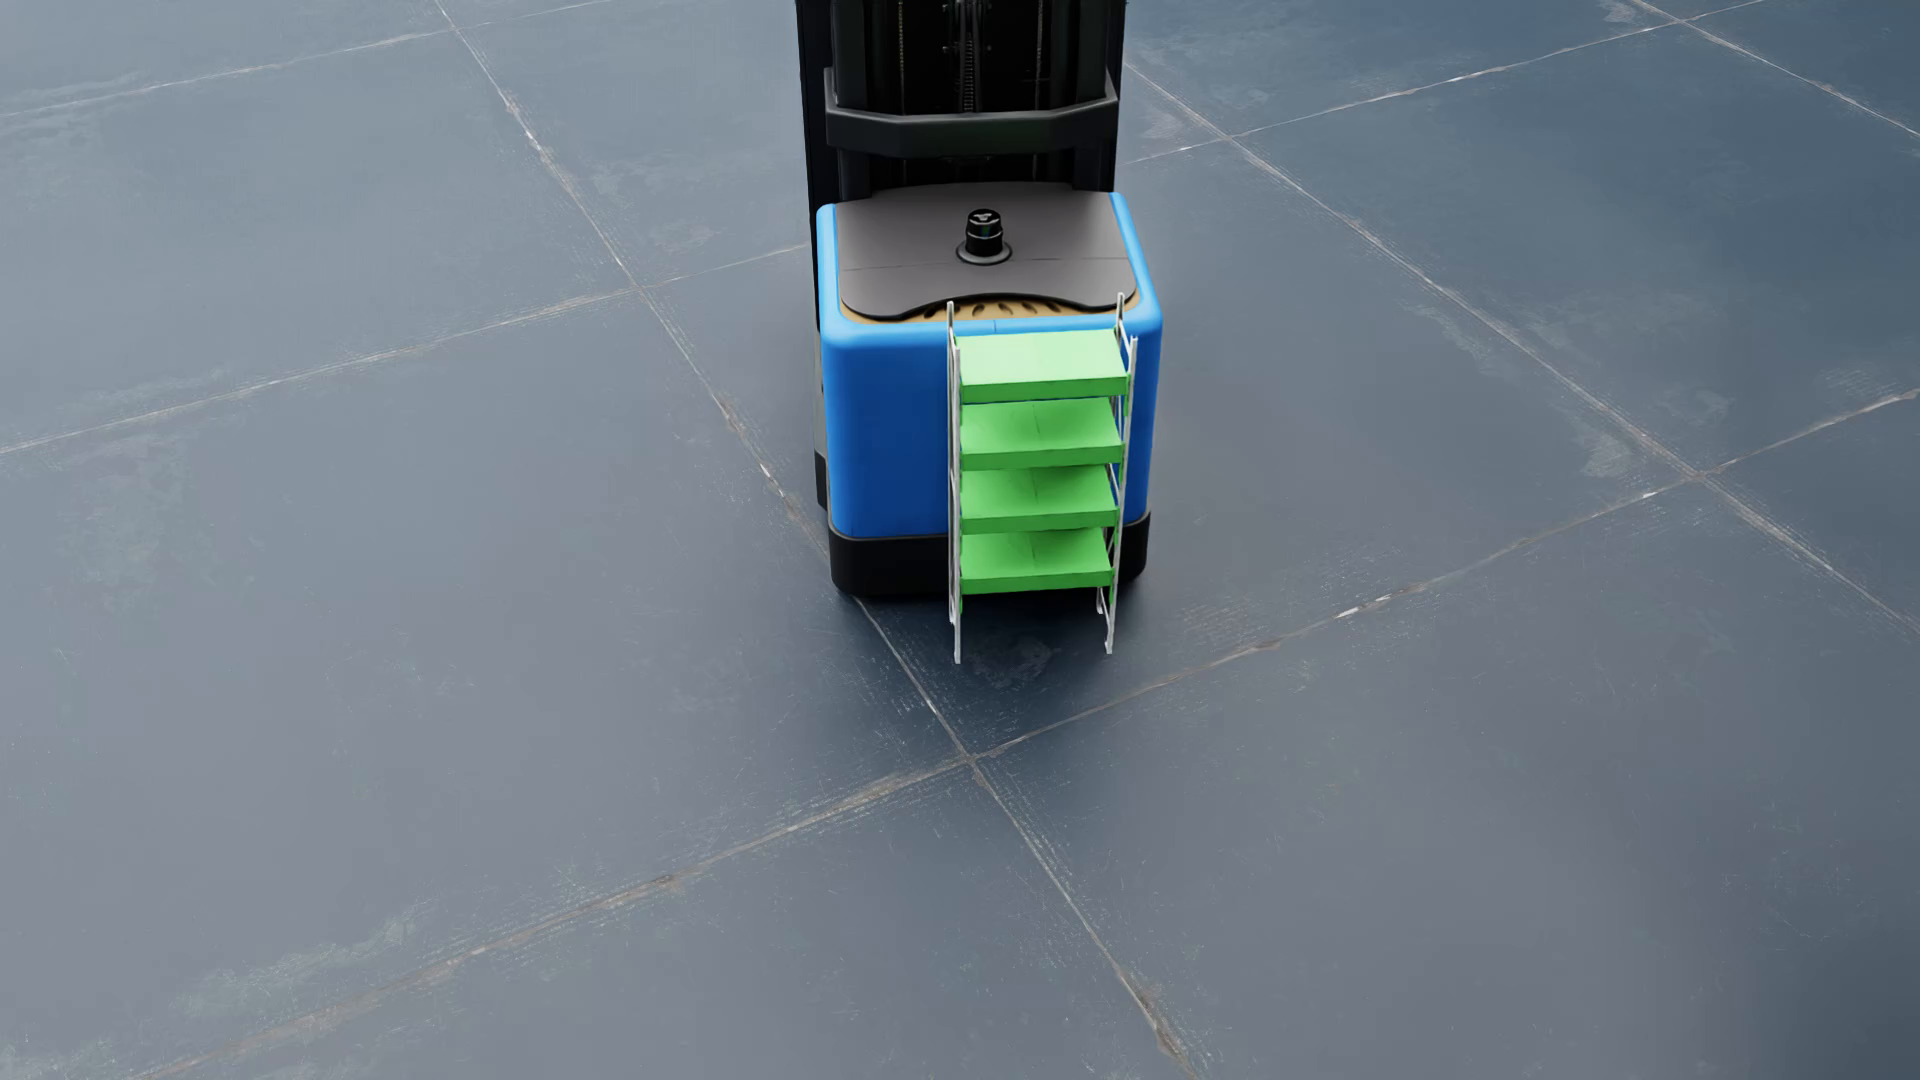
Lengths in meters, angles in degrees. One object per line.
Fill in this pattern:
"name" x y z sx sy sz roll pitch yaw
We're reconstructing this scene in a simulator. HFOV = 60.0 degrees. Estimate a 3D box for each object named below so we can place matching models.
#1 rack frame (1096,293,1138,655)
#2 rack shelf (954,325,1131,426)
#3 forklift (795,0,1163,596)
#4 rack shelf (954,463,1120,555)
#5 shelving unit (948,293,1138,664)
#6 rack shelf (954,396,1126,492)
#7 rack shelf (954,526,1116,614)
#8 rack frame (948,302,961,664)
"rack frame" 0.469 -0.168 5.036 0.015 1.200 0.240 -3 40 -4
"rack shelf" 0.226 -0.472 4.750 0.480 0.148 0.258 -3 40 -4
"forklift" -0.018 -1.877 5.715 1.130 2.935 3.031 -3 40 -4
"rack shelf" 0.226 -0.105 5.060 0.480 0.148 0.258 -3 40 -4
"shelving unit" 0.226 -0.154 5.019 0.503 1.200 0.258 -3 40 -4
"rack shelf" 0.226 -0.288 4.905 0.480 0.148 0.258 -3 40 -4
"rack shelf" 0.226 0.078 5.216 0.480 0.148 0.258 -3 40 -4
"rack frame" -0.017 -0.139 5.002 0.015 1.200 0.240 -3 40 -4
